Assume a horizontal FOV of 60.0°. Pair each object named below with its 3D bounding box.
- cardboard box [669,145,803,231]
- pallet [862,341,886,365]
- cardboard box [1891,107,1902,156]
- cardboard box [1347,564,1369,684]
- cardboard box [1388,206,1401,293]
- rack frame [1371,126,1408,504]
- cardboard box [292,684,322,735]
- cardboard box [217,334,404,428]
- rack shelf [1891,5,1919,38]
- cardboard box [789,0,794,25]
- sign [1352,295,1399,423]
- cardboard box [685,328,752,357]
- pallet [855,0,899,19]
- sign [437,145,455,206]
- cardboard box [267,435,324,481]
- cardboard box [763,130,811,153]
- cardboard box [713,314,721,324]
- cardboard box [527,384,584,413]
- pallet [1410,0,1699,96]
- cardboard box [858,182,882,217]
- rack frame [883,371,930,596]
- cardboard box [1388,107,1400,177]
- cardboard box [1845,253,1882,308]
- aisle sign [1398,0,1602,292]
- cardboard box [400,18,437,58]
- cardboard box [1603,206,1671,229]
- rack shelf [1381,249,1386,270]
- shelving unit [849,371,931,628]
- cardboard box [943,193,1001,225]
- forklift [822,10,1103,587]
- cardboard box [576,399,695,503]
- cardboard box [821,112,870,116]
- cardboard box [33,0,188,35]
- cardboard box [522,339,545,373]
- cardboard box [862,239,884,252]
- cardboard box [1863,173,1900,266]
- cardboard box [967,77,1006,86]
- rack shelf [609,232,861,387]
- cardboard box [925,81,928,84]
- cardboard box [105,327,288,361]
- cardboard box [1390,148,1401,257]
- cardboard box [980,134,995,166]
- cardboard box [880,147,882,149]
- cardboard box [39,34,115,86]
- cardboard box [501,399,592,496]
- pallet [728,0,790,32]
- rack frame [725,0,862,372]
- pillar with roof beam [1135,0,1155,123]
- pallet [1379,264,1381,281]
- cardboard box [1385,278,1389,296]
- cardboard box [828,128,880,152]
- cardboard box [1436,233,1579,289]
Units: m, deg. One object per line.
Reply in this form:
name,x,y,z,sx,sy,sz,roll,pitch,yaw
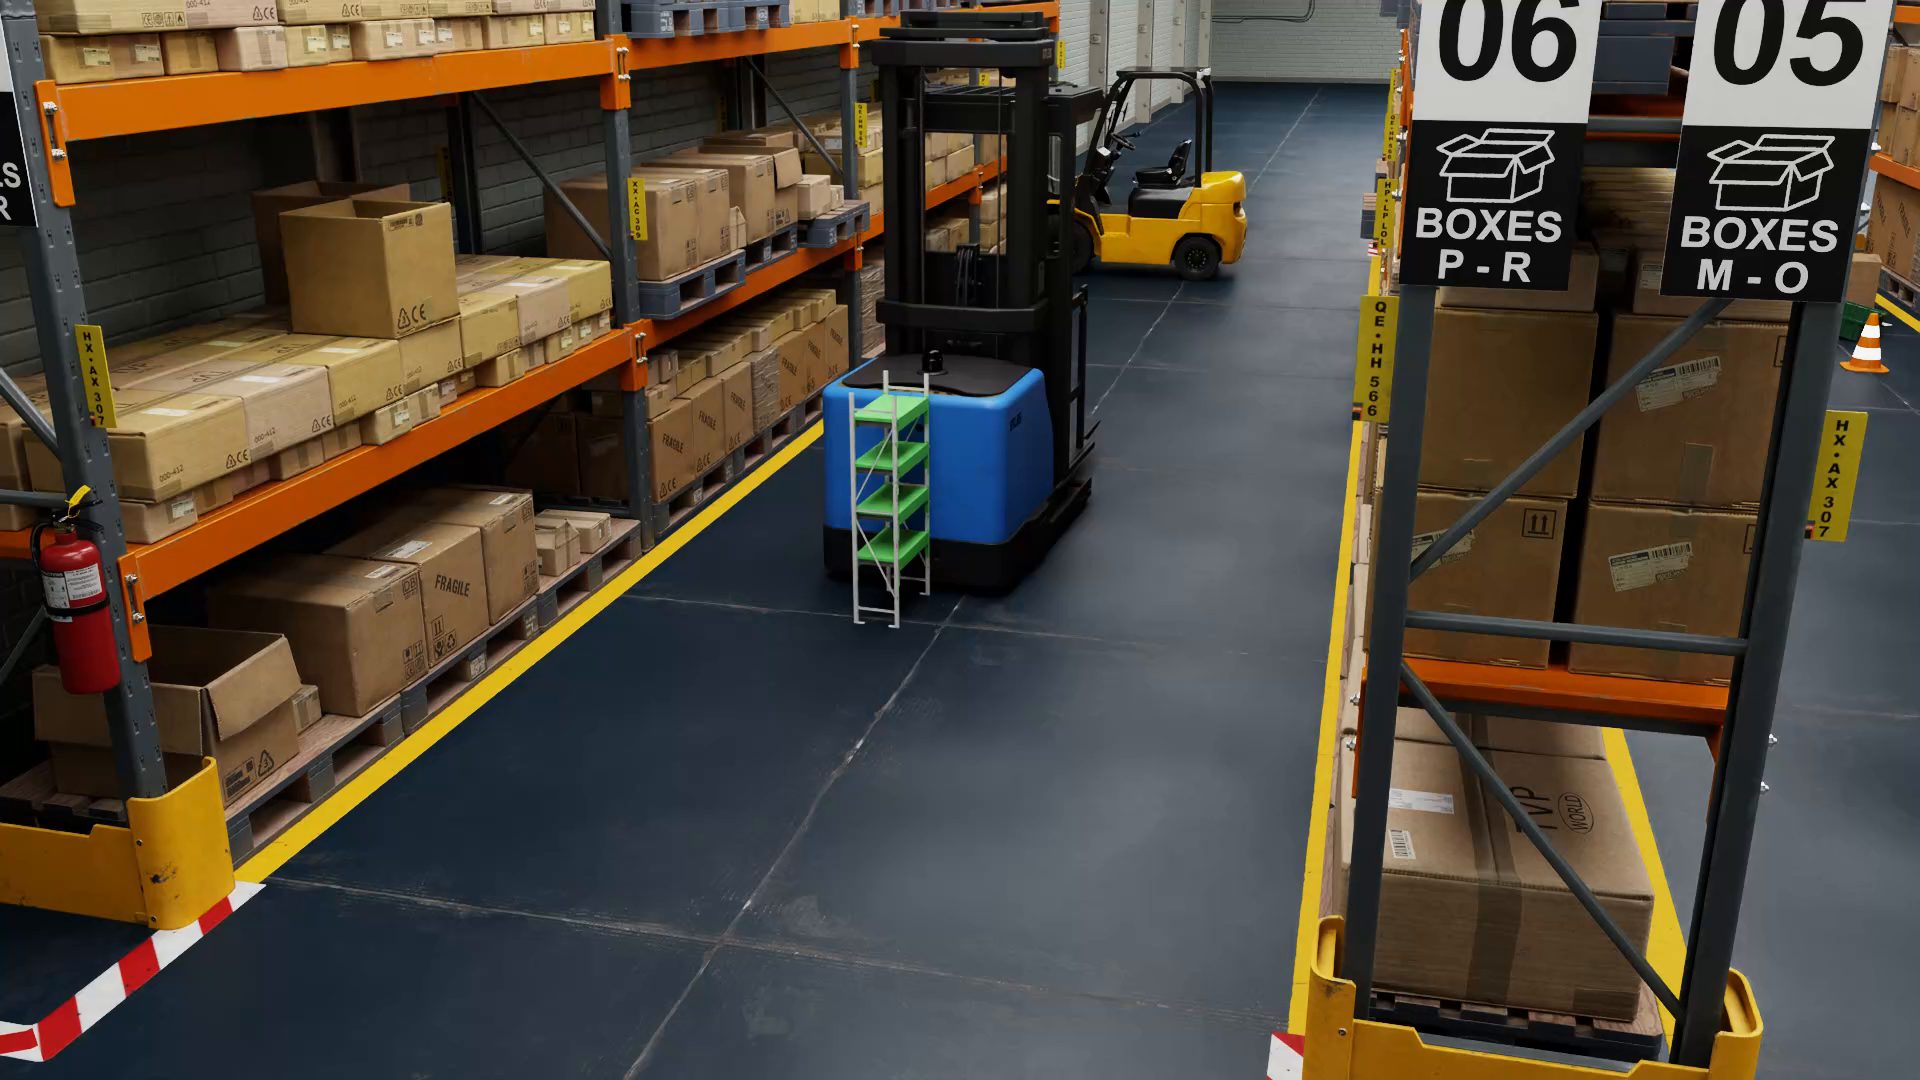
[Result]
cardboard box,-1.495,-2.372,11.181,0.797,0.503,0.637,4,19,12
pallet,-1.037,-1.586,14.003,1.003,0.211,1.213,5,19,13
cardboard box,10.158,-4.185,17.066,0.875,0.550,0.550,5,19,13
cardboard box,2.085,0.477,6.965,0.875,0.438,0.875,4,19,12
cardboard box,1.818,-0.921,6.041,0.500,0.500,0.500,5,19,13
rack frame,2.561,-1.006,7.991,1.000,3.000,0.127,5,19,13
cardboard box,-2.848,0.693,6.778,0.380,0.149,0.250,4,19,11
cardboard box,-2.615,-0.651,6.724,0.500,0.250,0.500,4,19,12
rack shelf,9.829,-4.860,15.747,1.077,0.370,4.000,5,19,13
cardboard box,-1.410,-3.504,10.898,0.500,0.250,0.500,5,19,13
sign,1.061,-0.459,4.234,0.100,0.325,0.005,5,19,13
cardboard box,-1.612,-1.312,11.102,0.380,0.149,0.250,5,19,14
pallet,-1.197,-4.200,12.995,1.213,0.211,1.003,6,20,16
sign,-2.792,-1.987,9.073,0.100,0.325,0.005,5,19,13
cardboard box,-2.715,-0.348,6.455,0.380,0.149,0.250,5,20,15
cardboard box,-1.393,-3.122,13.030,0.380,0.149,0.250,5,20,15
cardboard box,-1.936,-1.591,11.919,0.380,0.149,0.250,4,19,11
cardboard box,-2.443,-0.857,9.771,0.380,0.149,0.250,4,19,11
pallet,1.755,-1.363,4.533,1.003,0.211,1.213,5,19,13
cardboard box,-0.931,-2.699,13.181,0.500,0.250,0.500,5,19,14
rack frame,-0.275,-0.286,8.669,0.240,1.200,0.015,6,20,16
cardboard box,3.495,-2.974,12.488,0.500,0.500,0.500,4,19,13
cardboard box,8.724,-2.540,16.346,0.500,0.500,0.500,8,21,23
aisle sign,1.265,-0.984,3.906,0.394,0.787,0.004,5,19,13
cardboard box,-2.402,-2.076,6.873,0.380,0.149,0.250,5,20,14
cardboard box,2.155,-0.913,5.014,0.380,0.149,0.250,4,19,12
rack shelf,4.027,-2.546,13.613,1.077,0.370,4.000,5,19,13
shelving unit,-0.348,-0.211,8.449,0.258,1.200,0.503,6,20,16
cardboard box,0.124,-3.402,17.063,0.500,0.250,0.500,4,19,13
forklift,0.187,-1.579,9.776,1.130,2.935,3.031,6,20,16
cardboard box,-1.917,-0.546,9.864,0.500,0.500,0.500,6,20,16
cardboard box,-1.010,-3.691,14.694,0.380,0.149,0.250,5,19,14
cardboard box,-2.857,-1.750,5.300,0.500,0.250,0.500,4,19,13
cardboard box,-2.259,-0.911,8.103,0.380,0.149,0.250,5,20,15
cardboard box,-0.794,-2.336,14.911,0.875,0.625,0.625,4,19,11
cardboard box,10.216,-3.383,17.589,0.875,0.875,0.875,5,19,14
cardboard box,0.259,-4.718,17.241,0.380,0.149,0.250,5,20,15
rack shelf,-1.765,-1.683,11.087,1.077,0.370,4.000,5,19,13
cardboard box,-0.514,-4.523,16.670,0.380,0.149,0.250,5,19,14
cardboard box,-3.123,-0.694,6.851,0.500,0.250,0.500,5,20,15
cardboard box,2.427,-1.686,8.282,0.500,0.500,0.500,5,20,15
cardboard box,0.063,-4.070,16.807,0.500,0.500,0.500,4,19,12
cardboard box,-0.807,-3.092,13.559,0.500,0.250,0.500,5,20,15
cardboard box,-2.927,-1.525,5.259,0.380,0.149,0.250,5,20,15
cardboard box,-2.420,-0.590,9.991,0.500,0.500,0.500,5,19,13
pallet,-1.775,-3.251,10.216,1.213,0.211,1.003,5,19,13
rack frame,-1.276,-2.650,12.806,1.000,3.000,0.127,5,19,13
pillar with roof beam,8.207,-13.151,34.269,9.100,9.000,0.400,5,19,13
pallet,4.941,-2.790,17.531,1.003,0.211,1.213,5,19,13
cardboard box,2.192,-0.927,7.605,0.500,0.500,0.500,5,20,15
cardboard box,-0.849,-3.165,13.155,0.380,0.149,0.250,5,20,15
cardboard box,1.516,-0.789,4.652,0.380,0.149,0.250,5,19,14
